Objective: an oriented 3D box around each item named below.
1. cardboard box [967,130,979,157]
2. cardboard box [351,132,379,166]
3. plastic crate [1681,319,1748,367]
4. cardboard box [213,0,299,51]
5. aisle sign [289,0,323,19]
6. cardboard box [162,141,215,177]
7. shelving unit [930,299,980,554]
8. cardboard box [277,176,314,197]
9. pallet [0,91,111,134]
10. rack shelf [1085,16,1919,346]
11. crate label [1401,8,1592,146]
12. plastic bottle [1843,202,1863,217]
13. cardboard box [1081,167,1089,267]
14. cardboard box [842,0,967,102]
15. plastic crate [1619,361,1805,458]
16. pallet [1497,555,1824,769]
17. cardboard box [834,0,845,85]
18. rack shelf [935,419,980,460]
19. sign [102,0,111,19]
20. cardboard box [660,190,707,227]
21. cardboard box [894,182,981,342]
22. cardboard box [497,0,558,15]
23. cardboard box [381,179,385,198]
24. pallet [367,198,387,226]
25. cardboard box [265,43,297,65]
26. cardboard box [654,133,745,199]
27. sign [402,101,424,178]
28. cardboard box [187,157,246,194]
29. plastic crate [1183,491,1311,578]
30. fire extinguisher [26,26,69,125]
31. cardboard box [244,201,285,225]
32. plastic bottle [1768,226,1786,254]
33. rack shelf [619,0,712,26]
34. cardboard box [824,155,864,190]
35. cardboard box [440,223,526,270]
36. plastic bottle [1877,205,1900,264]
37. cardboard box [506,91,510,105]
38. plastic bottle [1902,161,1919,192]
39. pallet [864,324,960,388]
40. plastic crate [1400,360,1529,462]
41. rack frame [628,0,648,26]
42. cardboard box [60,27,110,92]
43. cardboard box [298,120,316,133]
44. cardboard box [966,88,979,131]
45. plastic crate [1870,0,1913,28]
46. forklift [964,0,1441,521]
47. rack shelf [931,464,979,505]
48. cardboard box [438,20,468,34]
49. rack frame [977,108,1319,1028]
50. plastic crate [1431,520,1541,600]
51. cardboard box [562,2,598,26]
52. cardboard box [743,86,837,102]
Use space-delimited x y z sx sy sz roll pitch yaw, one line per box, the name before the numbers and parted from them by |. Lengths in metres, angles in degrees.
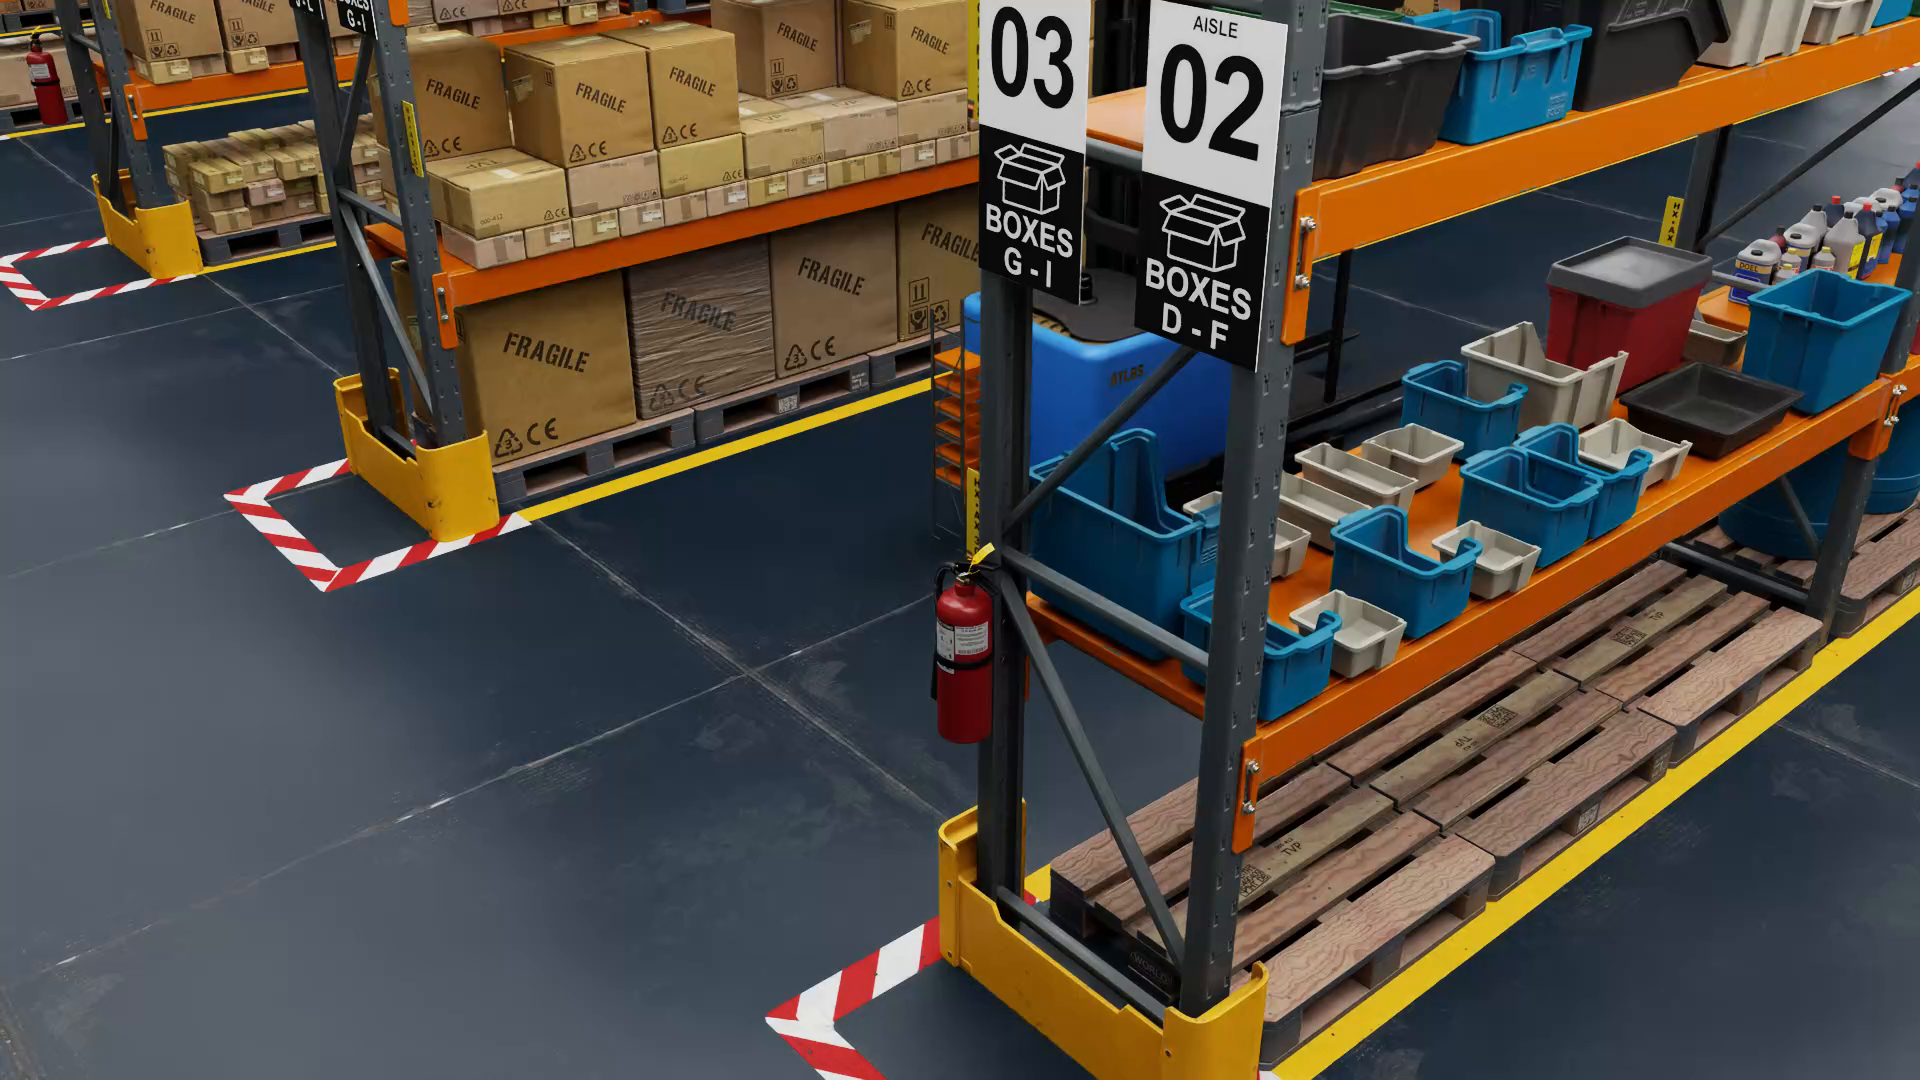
cardboard box | 0.037 -2.390 9.806 0.250 0.149 0.380 -21 35 -34
cardboard box | -4.555 -2.950 12.536 0.250 0.149 0.380 -20 34 -33
plastic crate | 3.020 -0.833 6.843 0.243 0.136 0.396 -22 35 -35
cardboard box | -5.022 -3.763 11.686 0.500 0.500 0.500 -22 35 -35
aisle sign | -3.040 -2.799 7.547 0.004 0.787 0.394 -22 35 -35
cardboard box | -5.695 -2.819 12.291 0.250 0.149 0.380 -21 35 -34
shelving unit | 0.011 -0.534 7.975 0.189 1.200 0.258 -22 35 -35
cardboard box | -4.994 -2.674 12.334 0.250 0.149 0.380 -21 35 -34
pallet | -8.665 -4.163 15.816 1.213 0.211 1.003 -22 35 -35
rack shelf | 1.945 -1.408 5.283 4.000 0.370 1.077 -22 35 -35
crate label | 1.336 -1.215 4.315 0.502 0.251 0.408 -22 35 -35
plastic bottle | 4.219 -1.462 7.935 0.135 0.276 0.152 -22 35 -35
cardboard box | 0.726 -2.241 11.070 0.875 0.875 1.225 -22 35 -35
cardboard box | -0.308 -2.798 9.351 0.500 0.500 0.500 -21 35 -34
plastic crate | 2.790 -0.481 6.195 0.590 0.125 0.437 -22 35 -35
pallet | 2.933 0.454 7.176 1.213 0.211 1.003 -22 35 -35
cardboard box | -0.658 -2.983 9.698 0.500 0.500 0.500 -22 35 -35
rack shelf | 0.011 -0.494 7.996 0.180 0.103 0.258 -22 35 -35
sign | -5.581 -3.563 10.817 0.005 0.325 0.100 -22 35 -35
cardboard box | -1.526 -1.761 8.630 0.250 0.149 0.380 -23 36 -36
cardboard box | -0.302 -1.865 10.367 0.875 0.875 0.875 -22 35 -35
cardboard box | -3.470 -4.367 12.818 0.500 0.500 0.500 -23 36 -36
cardboard box | -4.352 -2.733 12.762 0.250 0.149 0.380 -24 36 -37
pallet | -4.307 -2.777 13.222 1.213 0.211 1.003 -22 35 -35
cardboard box | -4.959 -3.531 11.942 0.250 0.149 0.380 -20 34 -33
cardboard box | -1.475 -1.996 8.645 0.500 0.250 0.500 -23 36 -36
sign | -2.435 -1.783 7.401 0.005 0.325 0.100 -22 35 -35
cardboard box | -5.314 -2.605 11.890 0.250 0.149 0.380 -24 36 -37
plastic crate | 0.927 -0.015 5.312 0.243 0.136 0.396 -22 35 -35
fire extinguisher | -6.424 -3.266 11.656 0.183 0.674 0.296 -22 35 -35
cardboard box | -5.181 -2.459 12.248 0.250 0.149 0.380 -22 35 -35
plastic bottle | 3.703 -1.287 7.599 0.133 0.283 0.061 -22 35 -35
rack shelf | -1.369 -4.894 14.989 4.000 0.370 1.077 -22 35 -35
cardboard box | -0.744 -2.076 9.218 0.250 0.149 0.380 -23 35 -36
cardboard box | -2.306 -1.446 8.040 0.250 0.149 0.380 -21 35 -34
plastic bottle | 4.416 -1.462 7.940 0.097 0.271 0.097 0 28 0
cardboard box | -3.695 -3.601 13.753 0.250 0.149 0.380 -22 35 -36
plastic bottle | 4.792 -1.728 8.354 0.185 0.351 0.144 -22 35 -35
pallet | -0.377 -1.356 10.563 1.213 0.211 1.003 -22 35 -35
plastic crate | 1.820 -0.464 6.049 0.300 0.233 0.416 -22 35 -35
rack frame | -2.890 -4.600 13.675 0.127 3.000 1.000 -22 35 -35
cardboard box | -8.095 -4.696 16.128 0.875 0.438 0.875 -21 34 -34
cardboard box | -4.945 -3.159 12.926 0.250 0.149 0.380 -20 34 -33
cardboard box | 0.087 -2.626 9.825 0.500 0.250 0.500 -23 36 -36
plastic crate | 2.982 -1.871 5.563 0.300 0.233 0.416 -22 35 -35
forklift | 1.453 -1.817 8.541 3.031 2.935 1.130 -21 35 -34
rack shelf | 0.011 -0.283 8.110 0.180 0.103 0.258 -22 35 -35
cardboard box | -3.950 -3.917 12.663 0.250 0.149 0.380 -23 35 -36
rack frame | 0.424 0.209 4.676 0.127 3.000 1.000 -22 35 -35
plastic crate | 1.639 0.066 5.161 0.298 0.136 0.250 -22 35 -35
cardboard box | -3.081 -4.200 13.193 0.250 0.149 0.380 -23 36 -36
cardboard box | -1.047 -2.495 9.579 0.500 0.250 0.500 -21 35 -34
